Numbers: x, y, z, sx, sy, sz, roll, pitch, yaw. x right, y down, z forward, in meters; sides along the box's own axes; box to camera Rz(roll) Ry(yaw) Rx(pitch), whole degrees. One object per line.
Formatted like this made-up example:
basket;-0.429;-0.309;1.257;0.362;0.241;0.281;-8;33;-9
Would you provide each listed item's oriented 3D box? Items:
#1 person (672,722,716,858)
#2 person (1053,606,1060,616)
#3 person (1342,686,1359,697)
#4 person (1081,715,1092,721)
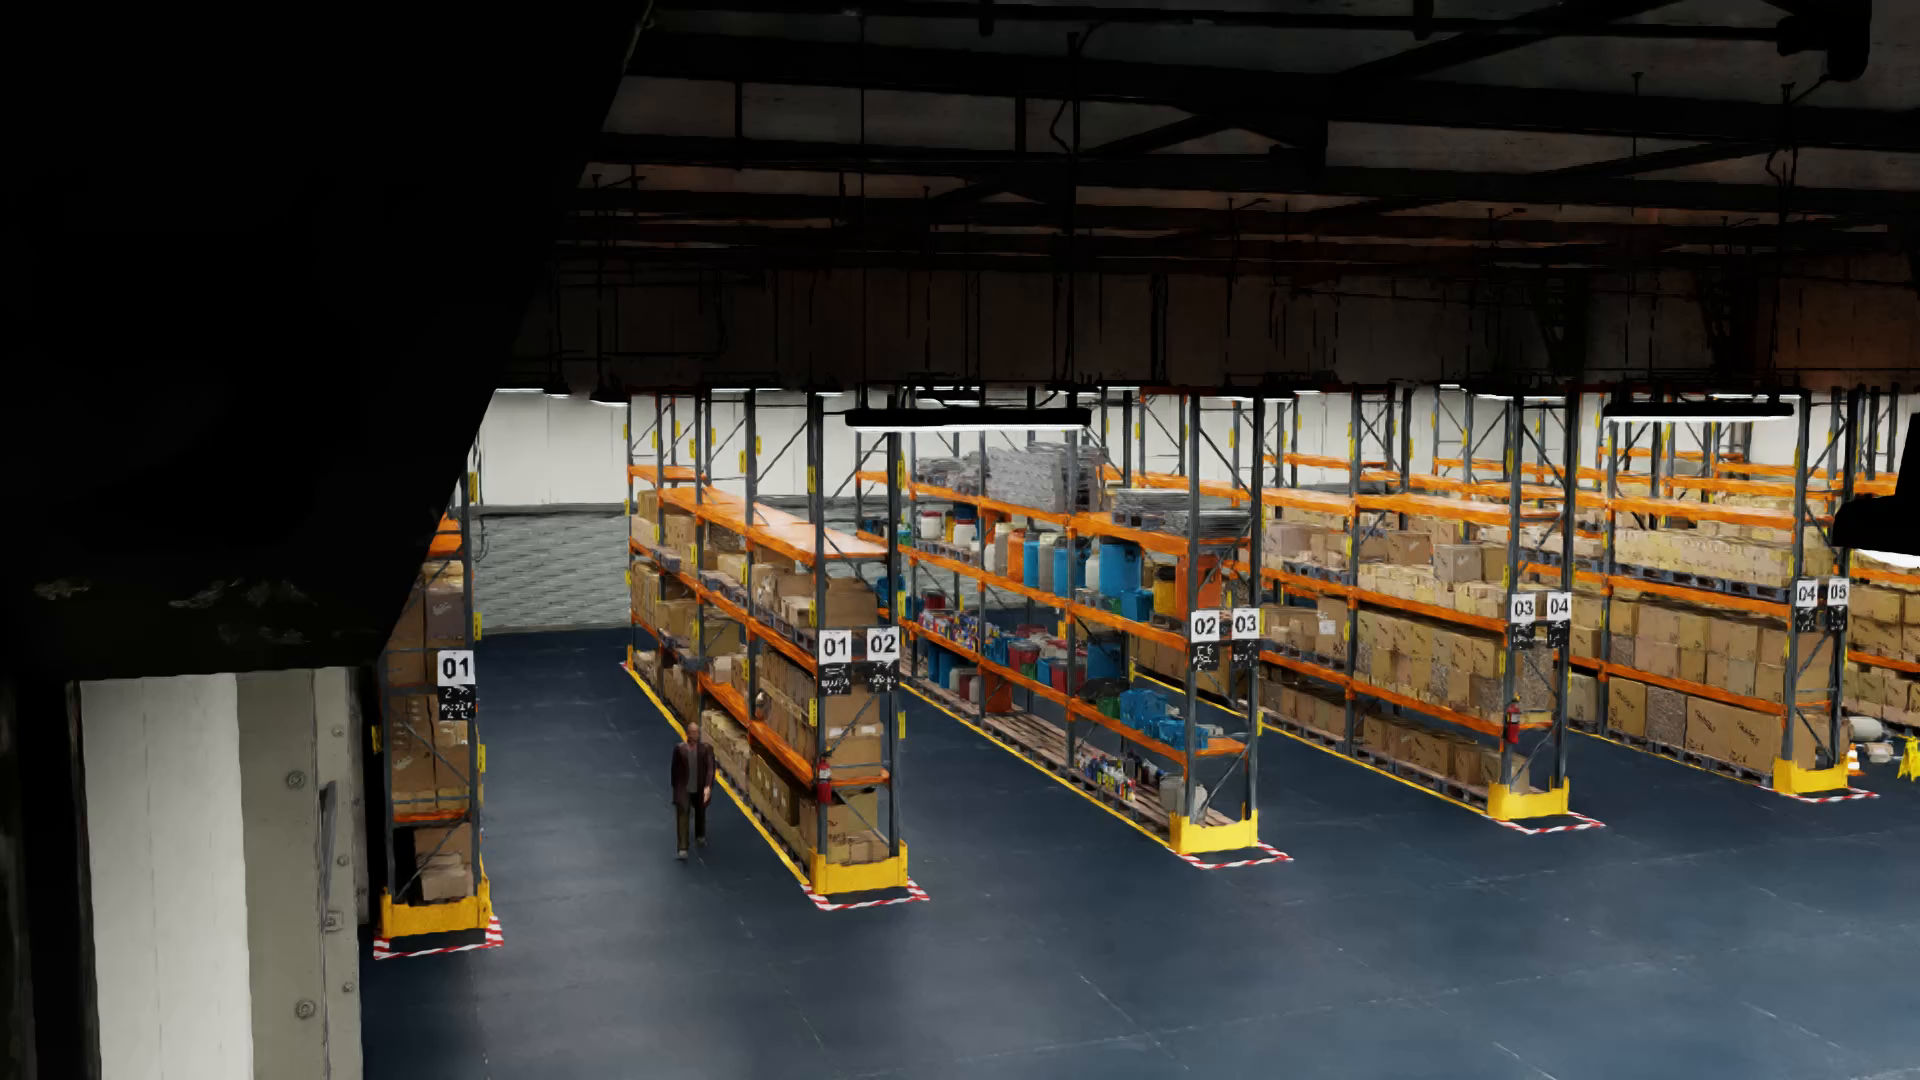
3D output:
person;-3.468;3.224;21.674;0.575;1.714;1.083;-1;6;-10
person;2.659;1.057;42.830;0.594;1.745;0.984;0;6;4
person;7.322;2.387;30.779;0.445;1.512;1.081;-2;6;-21
person;2.508;2.438;29.417;0.571;1.708;1.035;-3;7;-28
